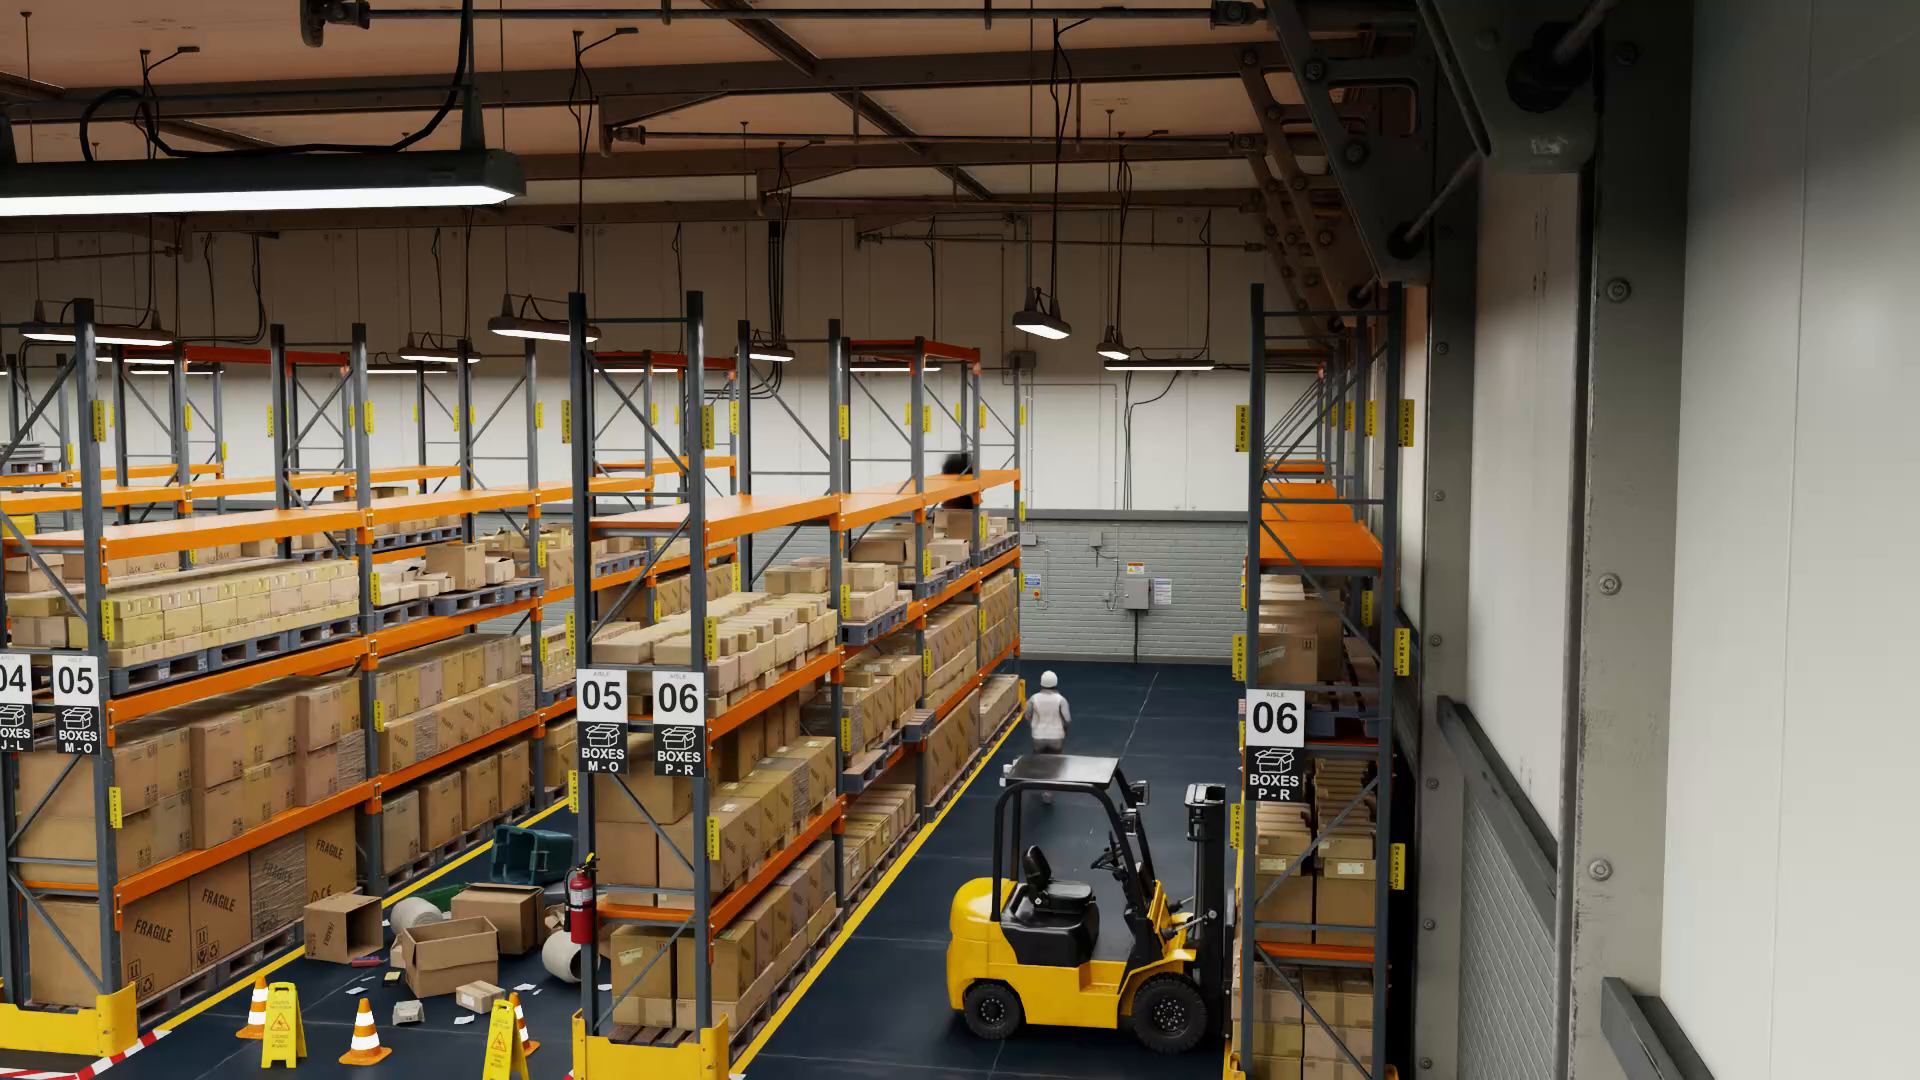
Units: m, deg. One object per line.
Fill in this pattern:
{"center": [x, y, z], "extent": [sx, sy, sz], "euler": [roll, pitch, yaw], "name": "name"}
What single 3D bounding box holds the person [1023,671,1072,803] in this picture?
{"center": [1.143, 2.561, 21.640], "extent": [0.644, 1.727, 0.580], "euler": [1, 5, 12], "name": "person"}
